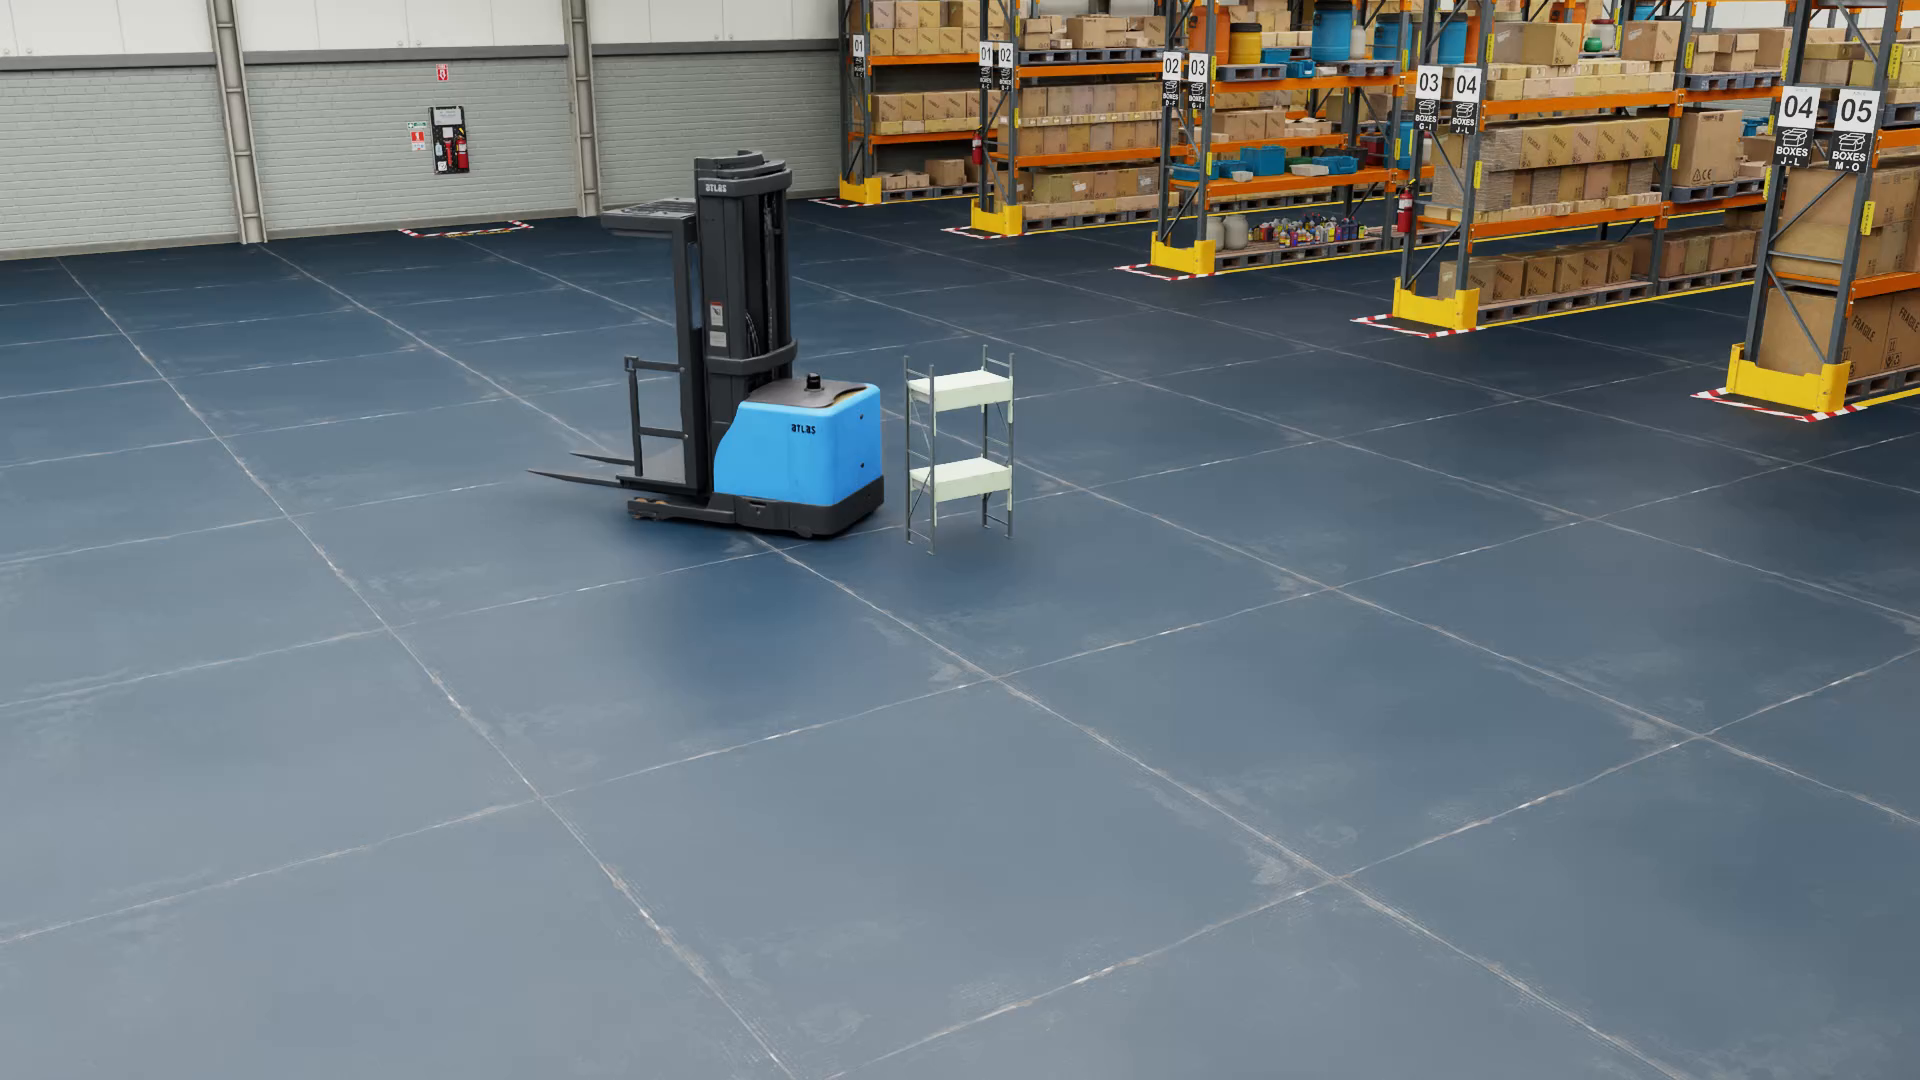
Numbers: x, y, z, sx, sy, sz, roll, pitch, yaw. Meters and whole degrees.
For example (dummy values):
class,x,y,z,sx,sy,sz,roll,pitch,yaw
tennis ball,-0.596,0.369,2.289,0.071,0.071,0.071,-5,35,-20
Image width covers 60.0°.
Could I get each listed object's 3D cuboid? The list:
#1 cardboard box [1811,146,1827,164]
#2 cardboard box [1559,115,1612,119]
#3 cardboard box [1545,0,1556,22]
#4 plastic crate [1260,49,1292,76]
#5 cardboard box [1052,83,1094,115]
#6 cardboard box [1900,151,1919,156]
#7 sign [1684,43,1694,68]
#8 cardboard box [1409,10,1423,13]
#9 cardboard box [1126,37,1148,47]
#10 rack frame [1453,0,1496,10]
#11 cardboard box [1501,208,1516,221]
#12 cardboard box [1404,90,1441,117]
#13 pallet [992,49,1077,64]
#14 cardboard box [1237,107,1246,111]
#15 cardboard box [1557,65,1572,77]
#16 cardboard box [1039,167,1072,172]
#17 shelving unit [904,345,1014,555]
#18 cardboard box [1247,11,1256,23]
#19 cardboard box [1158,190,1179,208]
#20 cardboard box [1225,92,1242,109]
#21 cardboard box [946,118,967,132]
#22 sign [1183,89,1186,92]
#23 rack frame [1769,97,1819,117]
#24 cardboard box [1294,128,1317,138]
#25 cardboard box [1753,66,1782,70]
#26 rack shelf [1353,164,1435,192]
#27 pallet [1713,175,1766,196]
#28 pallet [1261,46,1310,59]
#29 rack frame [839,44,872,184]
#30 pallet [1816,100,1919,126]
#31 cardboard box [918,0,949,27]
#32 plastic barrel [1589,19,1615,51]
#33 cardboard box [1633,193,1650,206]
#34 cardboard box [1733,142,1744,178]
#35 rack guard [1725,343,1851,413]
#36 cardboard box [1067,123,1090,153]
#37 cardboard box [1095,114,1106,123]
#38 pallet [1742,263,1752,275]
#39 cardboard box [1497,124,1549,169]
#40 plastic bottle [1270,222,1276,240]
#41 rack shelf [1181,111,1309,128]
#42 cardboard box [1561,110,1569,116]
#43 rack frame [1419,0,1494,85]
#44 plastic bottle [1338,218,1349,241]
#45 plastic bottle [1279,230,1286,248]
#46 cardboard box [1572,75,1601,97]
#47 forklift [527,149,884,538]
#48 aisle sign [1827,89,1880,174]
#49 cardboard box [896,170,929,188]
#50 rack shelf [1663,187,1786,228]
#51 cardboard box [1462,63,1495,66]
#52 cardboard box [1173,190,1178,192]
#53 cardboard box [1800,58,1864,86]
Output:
class,x,y,z,sx,sy,sz,roll,pitch,yaw
cardboard box,13.345,-5.727,25.345,0.500,0.500,0.500,-11,22,-30
cardboard box,8.516,-5.524,22.720,0.500,0.500,0.500,-12,22,-31
cardboard box,12.313,-11.328,35.668,0.500,0.500,0.700,-12,22,-31
plastic crate,4.811,-7.412,25.827,0.575,0.384,0.392,-12,22,-31
cardboard box,1.960,-7.841,29.573,0.500,0.500,0.700,-12,22,-31
cardboard box,10.843,-3.958,18.349,0.550,0.550,0.875,-12,22,-31
sign,9.753,-6.484,22.250,0.005,0.325,0.100,-12,22,-31
cardboard box,9.111,-10.431,33.765,0.600,0.600,0.600,-13,23,-34
cardboard box,3.146,-8.894,29.704,0.250,0.149,0.380,-12,22,-31
rack frame,10.685,-11.864,34.286,0.127,3.000,1.000,-12,22,-31
cardboard box,6.913,-4.204,21.388,0.250,0.149,0.380,-12,22,-31
cardboard box,9.626,-9.106,34.685,0.500,0.500,0.700,-8,20,-23
pallet,1.267,-8.405,28.876,1.213,0.211,1.003,-12,22,-31
cardboard box,6.294,-9.801,37.913,0.250,0.149,0.380,-12,22,-31
cardboard box,7.570,-6.003,21.246,0.250,0.149,0.380,-13,23,-34
cardboard box,1.774,-6.514,30.295,0.500,0.500,0.500,-12,22,-31
shelving unit,-0.006,-0.709,13.001,0.755,1.500,0.431,-12,22,-31
cardboard box,6.279,-11.711,37.674,0.500,0.500,0.700,-12,22,-31
cardboard box,3.736,-6.369,31.037,0.500,0.250,0.500,-12,22,-31
cardboard box,6.020,-10.033,37.587,0.500,0.500,0.500,-12,22,-32
cardboard box,-0.205,-8.444,33.740,0.500,0.250,0.500,-12,22,-31
sign,4.923,-10.009,36.482,0.005,0.325,0.100,-12,22,-31
rack frame,16.746,-8.401,33.409,0.127,3.000,1.000,-12,22,-31
cardboard box,6.745,-7.966,32.515,0.250,0.149,0.380,-12,22,-31
cardboard box,11.699,-6.688,23.896,0.500,0.250,0.500,-11,22,-30
rack shelf,8.395,-6.298,28.314,4.000,0.370,1.077,-12,22,-31
pallet,11.158,-5.216,24.290,1.213,0.211,1.003,-12,22,-31
pallet,5.894,-9.307,31.703,1.213,0.211,1.003,-11,21,-29
rack frame,-2.065,-8.232,32.912,0.127,3.000,1.000,-12,22,-31
pallet,9.365,-4.425,17.106,1.213,0.211,1.003,-12,22,-31
cardboard box,-0.551,-10.596,33.472,0.500,0.500,0.500,-12,22,-31
plastic barrel,11.463,-9.028,29.715,0.433,0.535,0.433,0,19,0
cardboard box,9.216,-4.685,22.811,0.250,0.149,0.380,-12,22,-31
cardboard box,10.845,-5.540,24.131,0.637,0.503,0.797,-9,21,-26
rack guard,8.731,-1.725,17.565,0.348,0.500,1.175,-12,22,-31
cardboard box,1.913,-7.214,29.743,0.500,0.500,0.700,-12,22,-31
cardboard box,2.393,-7.545,29.709,0.250,0.149,0.380,-12,22,-31
pallet,12.136,-4.208,25.363,1.213,0.211,1.003,-12,22,-31
cardboard box,7.138,-5.030,21.257,0.500,0.500,0.500,-12,22,-31
plastic bottle,5.018,-5.003,26.925,0.135,0.276,0.152,-13,22,-33
rack shelf,6.287,-9.653,38.237,4.000,0.370,1.077,-12,22,-31
cardboard box,12.950,-9.443,36.337,0.500,0.500,0.500,-12,22,-31
rack frame,6.108,-7.099,20.194,0.127,3.000,1.000,-12,22,-31
plastic bottle,6.185,-5.016,26.847,0.185,0.351,0.144,-13,23,-34
plastic bottle,5.069,-4.734,26.138,0.097,0.271,0.097,0,19,0
cardboard box,7.927,-5.895,21.548,0.500,0.250,0.500,-11,22,-30
forklift,-2.206,-1.689,13.665,3.031,2.935,1.130,8,20,21
aisle sign,8.857,-4.052,16.487,0.004,0.787,0.394,-12,22,-31
cardboard box,-0.962,-7.365,33.858,0.500,0.311,0.500,-10,21,-27
rack shelf,11.119,-4.974,24.396,4.000,0.370,1.077,-12,22,-31
cardboard box,6.618,-6.021,21.298,0.250,0.149,0.380,-13,23,-34
cardboard box,4.190,-6.659,31.897,0.500,0.250,0.500,-12,22,-32
cardboard box,9.006,-4.811,17.066,0.500,0.250,0.500,-12,22,-31
